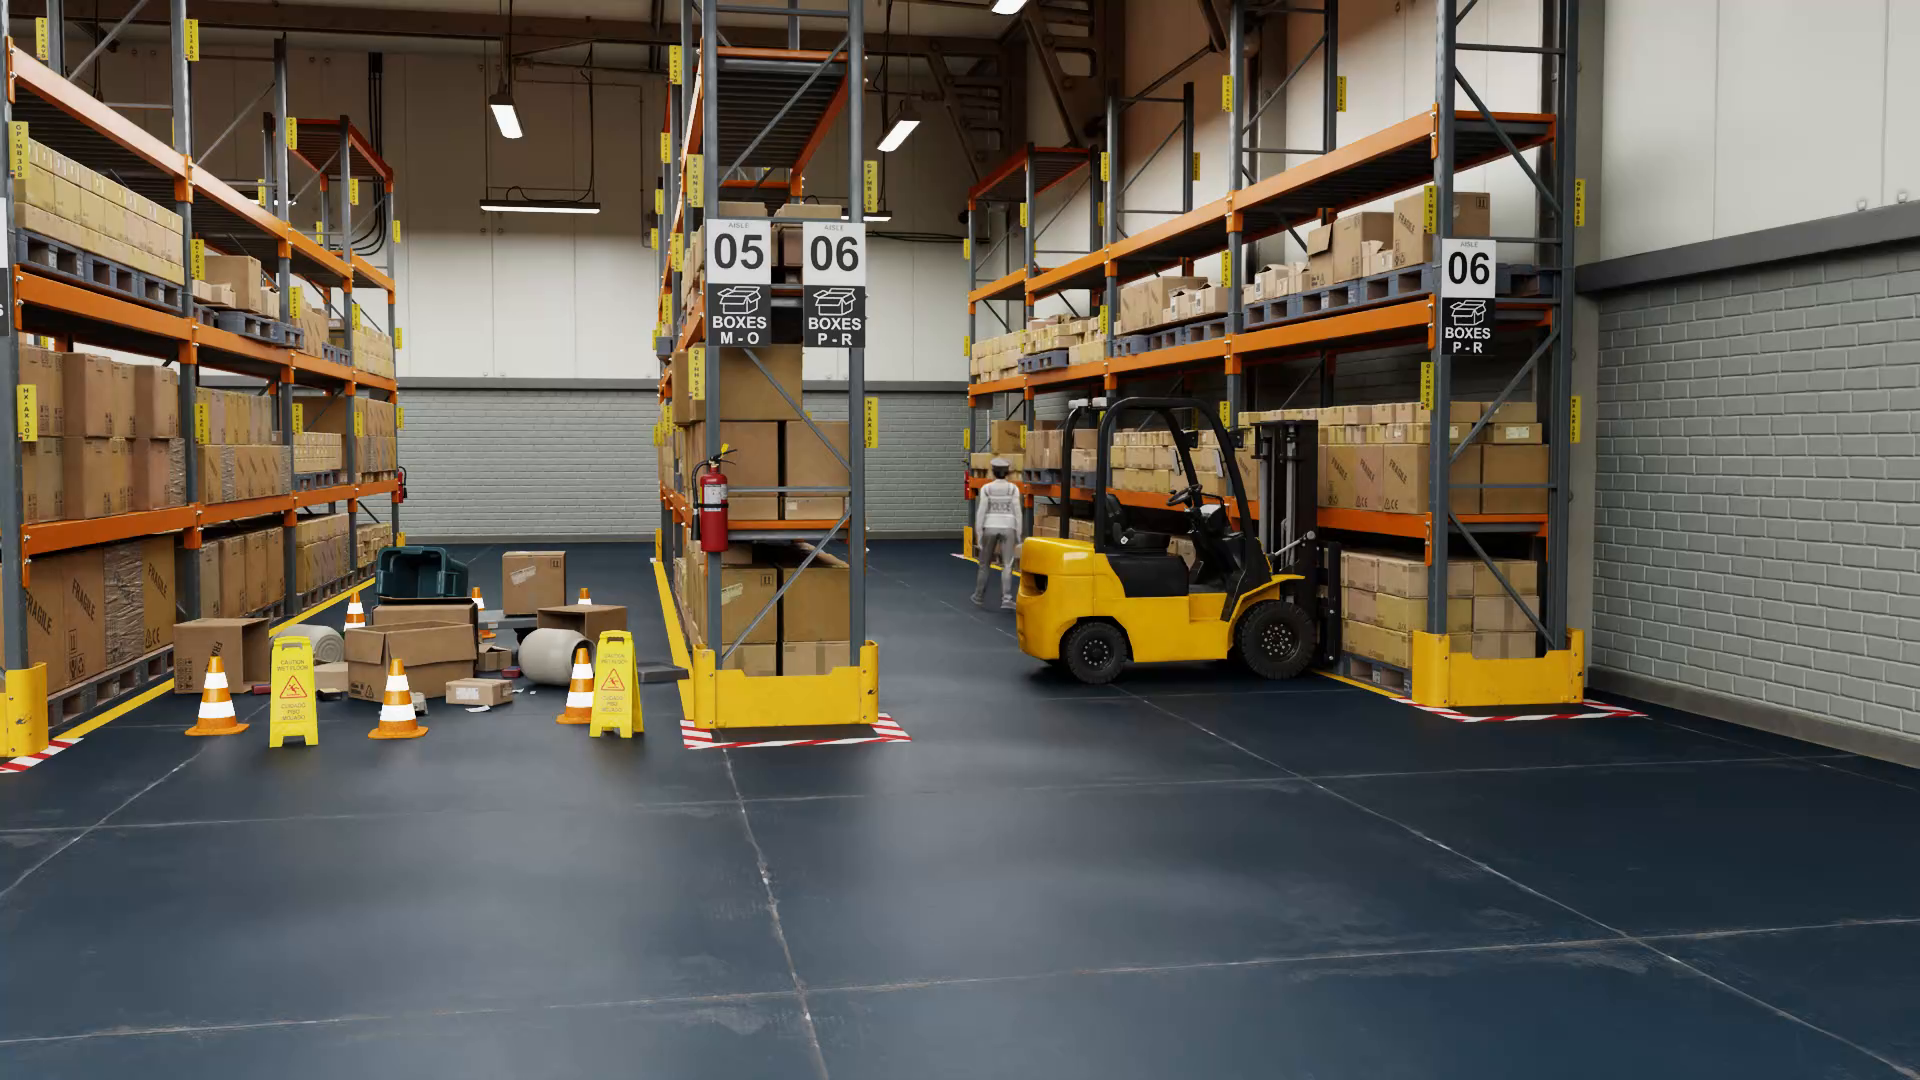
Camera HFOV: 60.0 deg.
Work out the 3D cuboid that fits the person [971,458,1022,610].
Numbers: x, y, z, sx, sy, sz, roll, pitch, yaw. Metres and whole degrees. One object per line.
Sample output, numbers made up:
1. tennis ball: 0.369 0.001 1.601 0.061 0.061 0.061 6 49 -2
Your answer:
1. person: 0.392 -0.080 18.262 0.625 1.646 0.825 0 3 7
